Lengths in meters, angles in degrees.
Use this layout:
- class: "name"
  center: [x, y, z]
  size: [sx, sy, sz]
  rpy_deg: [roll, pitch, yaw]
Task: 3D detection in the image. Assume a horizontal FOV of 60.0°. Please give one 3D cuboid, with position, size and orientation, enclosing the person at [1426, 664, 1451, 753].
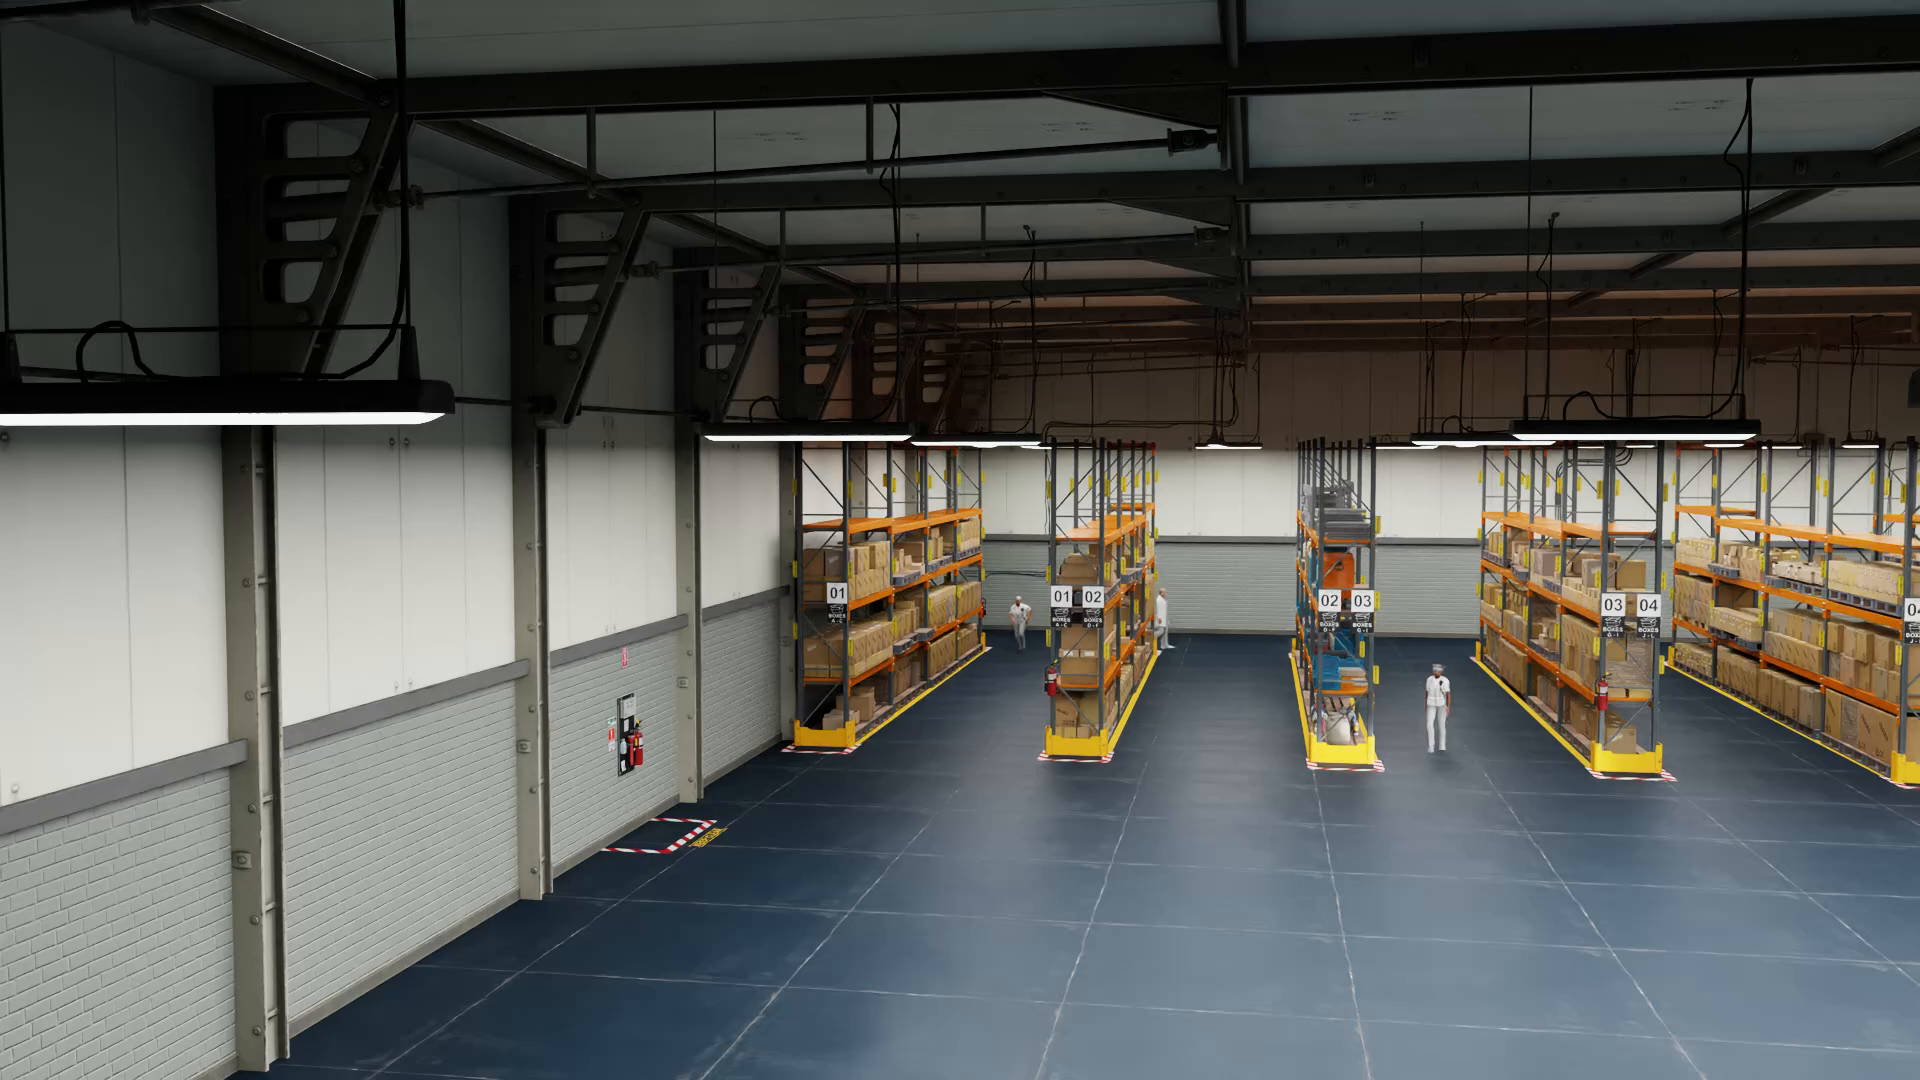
- class: "person"
  center: [9.141, 3.226, 31.808]
  size: [0.502, 1.734, 0.521]
  rpy_deg: [2, 3, 30]

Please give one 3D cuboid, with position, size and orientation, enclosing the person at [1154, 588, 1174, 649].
- class: "person"
  center: [5.790, 2.279, 48.239]
  size: [0.771, 1.766, 0.644]
  rpy_deg: [1, 3, 23]

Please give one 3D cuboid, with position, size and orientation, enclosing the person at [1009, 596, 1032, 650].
- class: "person"
  center: [1.750, 2.400, 47.887]
  size: [0.641, 1.585, 0.756]
  rpy_deg: [1, 3, 20]
